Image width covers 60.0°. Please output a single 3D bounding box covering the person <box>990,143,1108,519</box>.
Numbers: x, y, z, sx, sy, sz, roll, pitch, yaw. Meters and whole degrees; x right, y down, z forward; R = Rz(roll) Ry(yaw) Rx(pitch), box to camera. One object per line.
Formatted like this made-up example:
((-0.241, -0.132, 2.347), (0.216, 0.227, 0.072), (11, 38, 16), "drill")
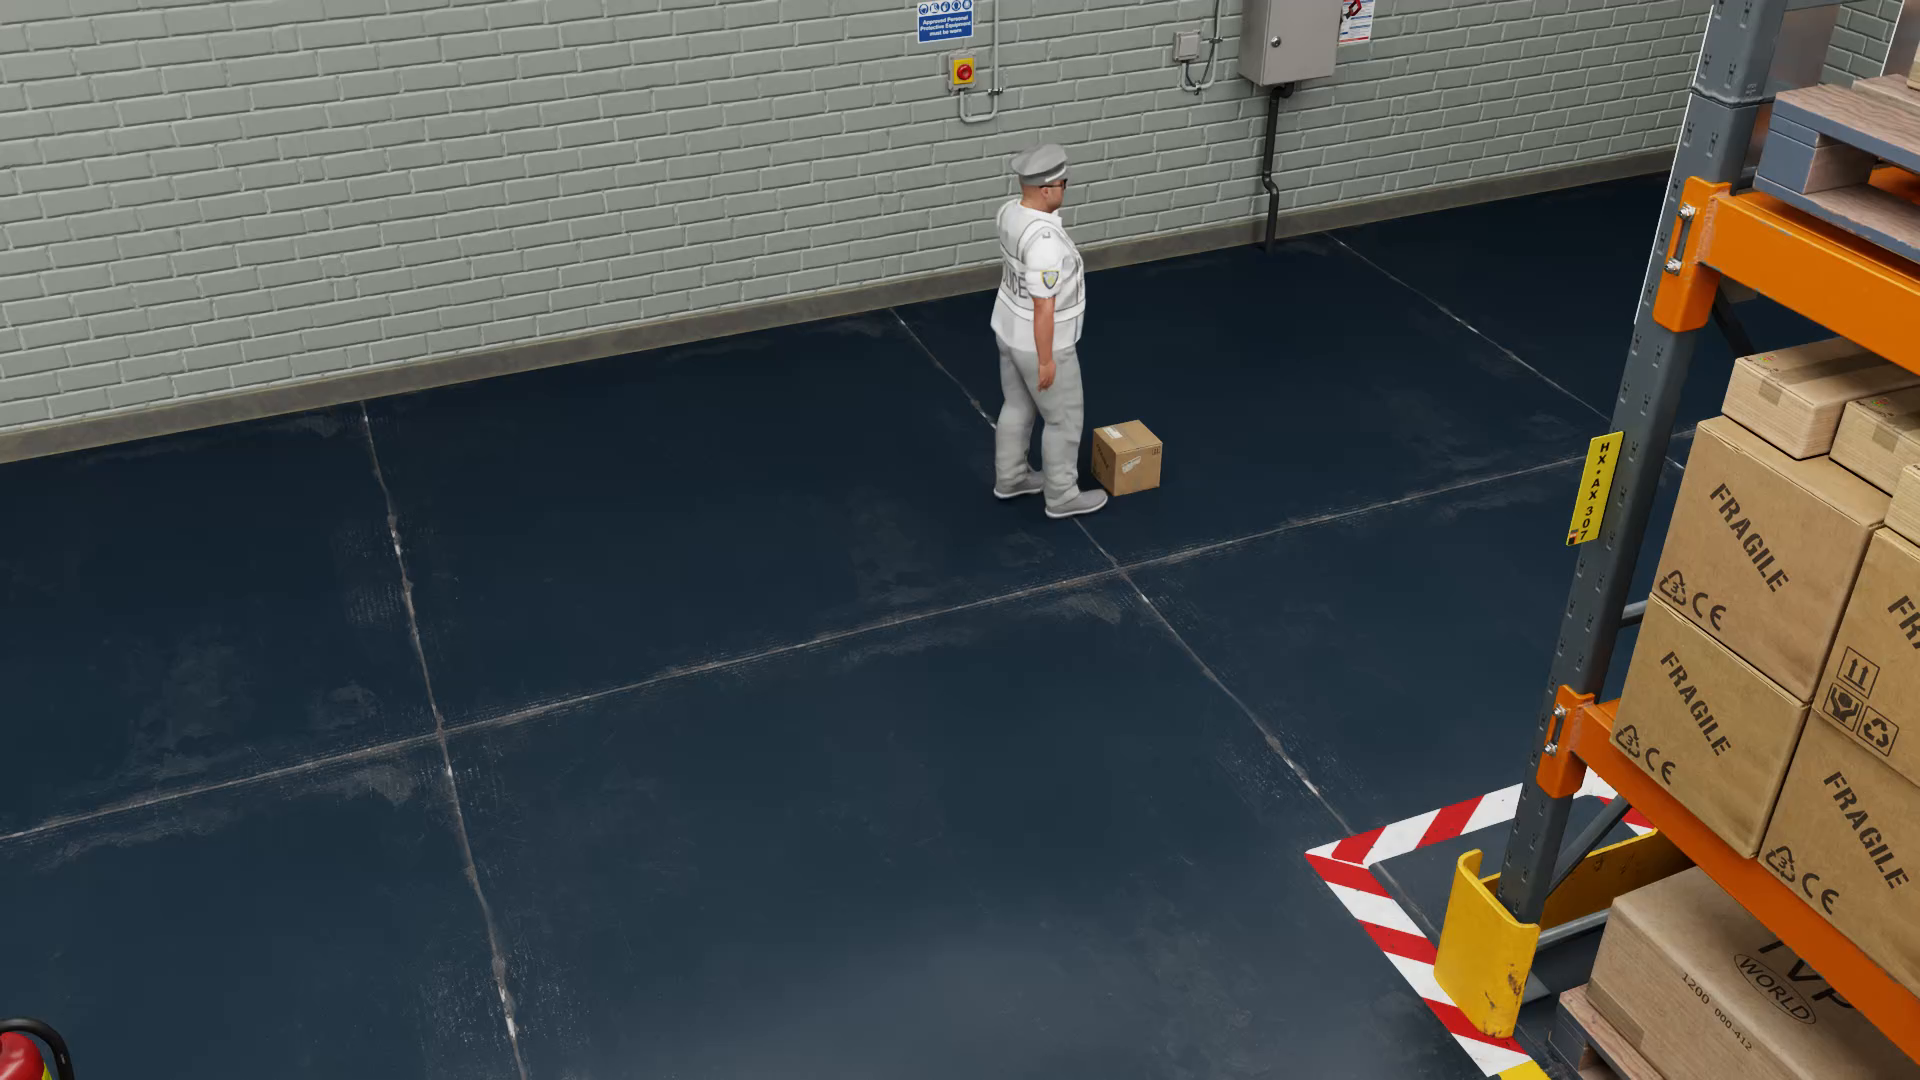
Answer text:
((0.409, -0.946, 7.566), (0.516, 1.759, 0.538), (-12, 35, -18), "person")
